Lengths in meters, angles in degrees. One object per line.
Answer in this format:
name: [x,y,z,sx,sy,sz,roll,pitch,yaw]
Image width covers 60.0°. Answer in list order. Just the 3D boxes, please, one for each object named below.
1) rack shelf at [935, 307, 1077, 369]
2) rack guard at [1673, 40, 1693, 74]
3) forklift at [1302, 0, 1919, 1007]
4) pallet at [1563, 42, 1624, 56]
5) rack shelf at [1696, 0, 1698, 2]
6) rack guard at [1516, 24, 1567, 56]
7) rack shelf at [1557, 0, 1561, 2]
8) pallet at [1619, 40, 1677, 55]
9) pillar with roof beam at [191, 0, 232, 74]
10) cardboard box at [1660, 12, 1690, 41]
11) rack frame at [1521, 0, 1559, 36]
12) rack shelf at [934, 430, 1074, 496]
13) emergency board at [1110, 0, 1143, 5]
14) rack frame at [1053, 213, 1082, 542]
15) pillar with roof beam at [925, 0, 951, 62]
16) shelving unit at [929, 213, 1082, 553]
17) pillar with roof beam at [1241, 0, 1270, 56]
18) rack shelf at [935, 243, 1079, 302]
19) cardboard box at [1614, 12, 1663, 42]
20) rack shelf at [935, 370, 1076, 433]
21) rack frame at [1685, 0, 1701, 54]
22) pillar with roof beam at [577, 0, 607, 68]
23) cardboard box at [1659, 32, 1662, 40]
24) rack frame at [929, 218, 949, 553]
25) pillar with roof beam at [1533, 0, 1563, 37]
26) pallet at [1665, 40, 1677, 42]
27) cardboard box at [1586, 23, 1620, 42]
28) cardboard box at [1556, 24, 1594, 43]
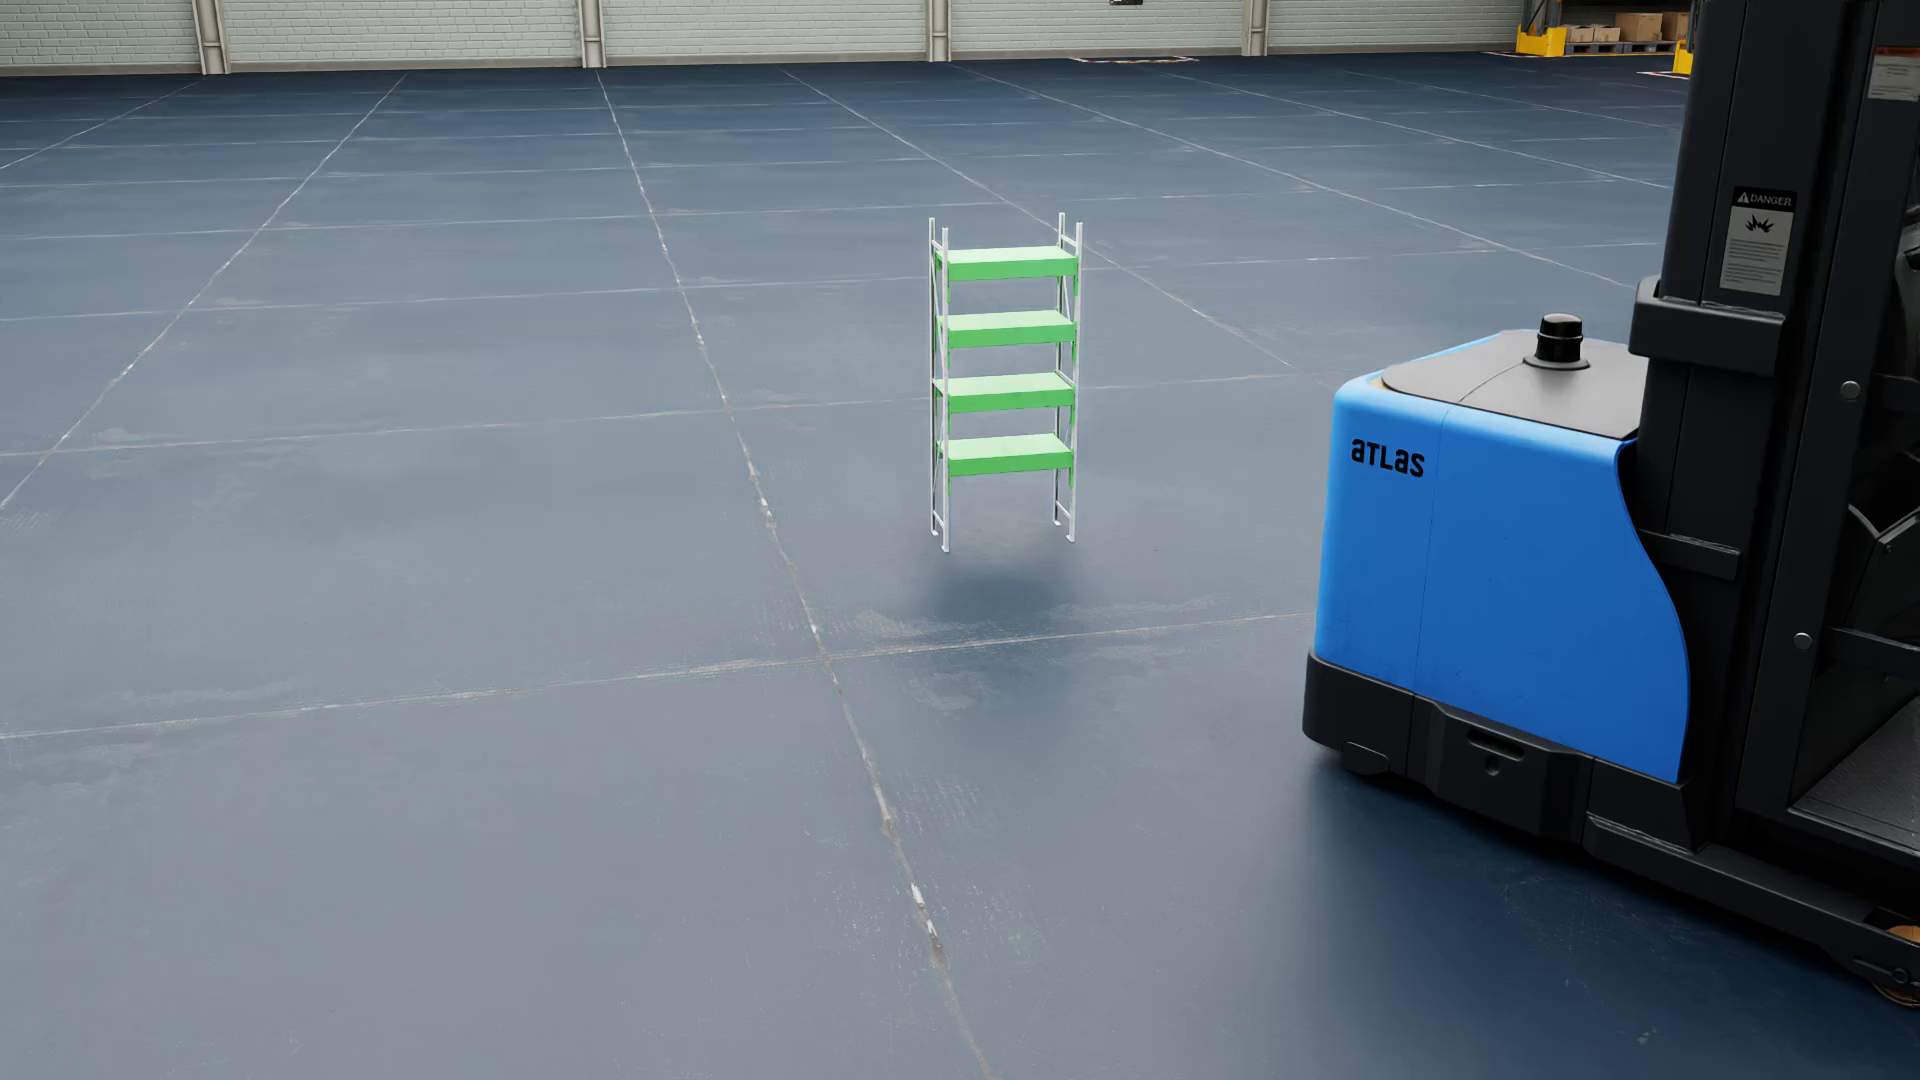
rack shelf: [0.161,-0.742,6.083,0.480,0.148,0.258,-5,21,-12]
rack guard: [11.934,-7.707,26.627,0.348,0.500,1.175,-5,21,-12]
forklift: [2.344,-0.527,3.491,1.130,2.935,3.031,-18,27,-41]
pallet: [11.686,-9.289,31.367,1.213,0.211,1.003,-5,21,-12]
rack shelf: [13.903,-8.703,26.758,4.000,0.370,1.077,-5,21,-12]
rack guard: [10.887,-9.373,31.174,0.348,0.500,1.175,-5,21,-12]
rack shelf: [12.760,-10.361,31.284,4.000,0.370,1.077,-5,21,-12]
pallet: [12.871,-9.385,31.627,1.213,0.211,1.003,-5,21,-12]
pillar with roof beam: [-11.070,-10.362,21.518,0.400,9.000,9.100,-5,21,-12]
cardboard box: [13.705,-9.794,31.686,0.500,0.500,0.500,-6,21,-17]
rack frame: [10.813,-10.540,30.728,0.127,3.000,1.000,-5,21,-12]
rack shelf: [0.161,-0.291,6.249,0.480,0.148,0.258,-5,21,-12]
emergency board: [3.030,-10.233,29.889,0.626,1.169,0.157,-5,21,-12]
rack frame: [0.399,-0.596,6.197,0.015,1.200,0.240,-5,21,-12]
pillar with roof beam: [0.608,-11.311,24.111,0.400,9.000,9.100,-5,21,-12]
shelving unit: [0.161,-0.576,6.144,0.503,1.200,0.258,-5,21,-12]
pillar with roof beam: [6.447,-11.786,25.407,0.400,9.000,9.100,-5,21,-12]
rack shelf: [0.161,-0.967,6.001,0.480,0.148,0.258,-5,21,-12]
cardboard box: [12.788,-9.684,31.385,0.500,0.500,0.700,-6,21,-16]
rack shelf: [0.161,-0.516,6.166,0.480,0.148,0.258,-5,21,-12]
rack frame: [11.957,-8.883,26.202,0.127,3.000,1.000,-5,21,-12]
pillar with roof beam: [-5.231,-10.837,22.815,0.400,9.000,9.100,-5,21,-12]
cardboard box: [13.145,-9.605,31.680,0.250,0.149,0.380,-6,21,-17]
rack frame: [-0.076,-0.557,6.091,0.015,1.200,0.240,-5,21,-12]
pillar with roof beam: [12.286,-12.261,26.704,0.400,9.000,9.100,-5,21,-12]
pallet: [14.061,-9.483,31.894,1.213,0.211,1.003,-5,21,-12]
cardboard box: [12.062,-9.554,31.305,0.500,0.311,0.500,-3,20,-8]
cardboard box: [11.507,-9.509,31.182,0.500,0.311,0.500,-7,21,-19]
